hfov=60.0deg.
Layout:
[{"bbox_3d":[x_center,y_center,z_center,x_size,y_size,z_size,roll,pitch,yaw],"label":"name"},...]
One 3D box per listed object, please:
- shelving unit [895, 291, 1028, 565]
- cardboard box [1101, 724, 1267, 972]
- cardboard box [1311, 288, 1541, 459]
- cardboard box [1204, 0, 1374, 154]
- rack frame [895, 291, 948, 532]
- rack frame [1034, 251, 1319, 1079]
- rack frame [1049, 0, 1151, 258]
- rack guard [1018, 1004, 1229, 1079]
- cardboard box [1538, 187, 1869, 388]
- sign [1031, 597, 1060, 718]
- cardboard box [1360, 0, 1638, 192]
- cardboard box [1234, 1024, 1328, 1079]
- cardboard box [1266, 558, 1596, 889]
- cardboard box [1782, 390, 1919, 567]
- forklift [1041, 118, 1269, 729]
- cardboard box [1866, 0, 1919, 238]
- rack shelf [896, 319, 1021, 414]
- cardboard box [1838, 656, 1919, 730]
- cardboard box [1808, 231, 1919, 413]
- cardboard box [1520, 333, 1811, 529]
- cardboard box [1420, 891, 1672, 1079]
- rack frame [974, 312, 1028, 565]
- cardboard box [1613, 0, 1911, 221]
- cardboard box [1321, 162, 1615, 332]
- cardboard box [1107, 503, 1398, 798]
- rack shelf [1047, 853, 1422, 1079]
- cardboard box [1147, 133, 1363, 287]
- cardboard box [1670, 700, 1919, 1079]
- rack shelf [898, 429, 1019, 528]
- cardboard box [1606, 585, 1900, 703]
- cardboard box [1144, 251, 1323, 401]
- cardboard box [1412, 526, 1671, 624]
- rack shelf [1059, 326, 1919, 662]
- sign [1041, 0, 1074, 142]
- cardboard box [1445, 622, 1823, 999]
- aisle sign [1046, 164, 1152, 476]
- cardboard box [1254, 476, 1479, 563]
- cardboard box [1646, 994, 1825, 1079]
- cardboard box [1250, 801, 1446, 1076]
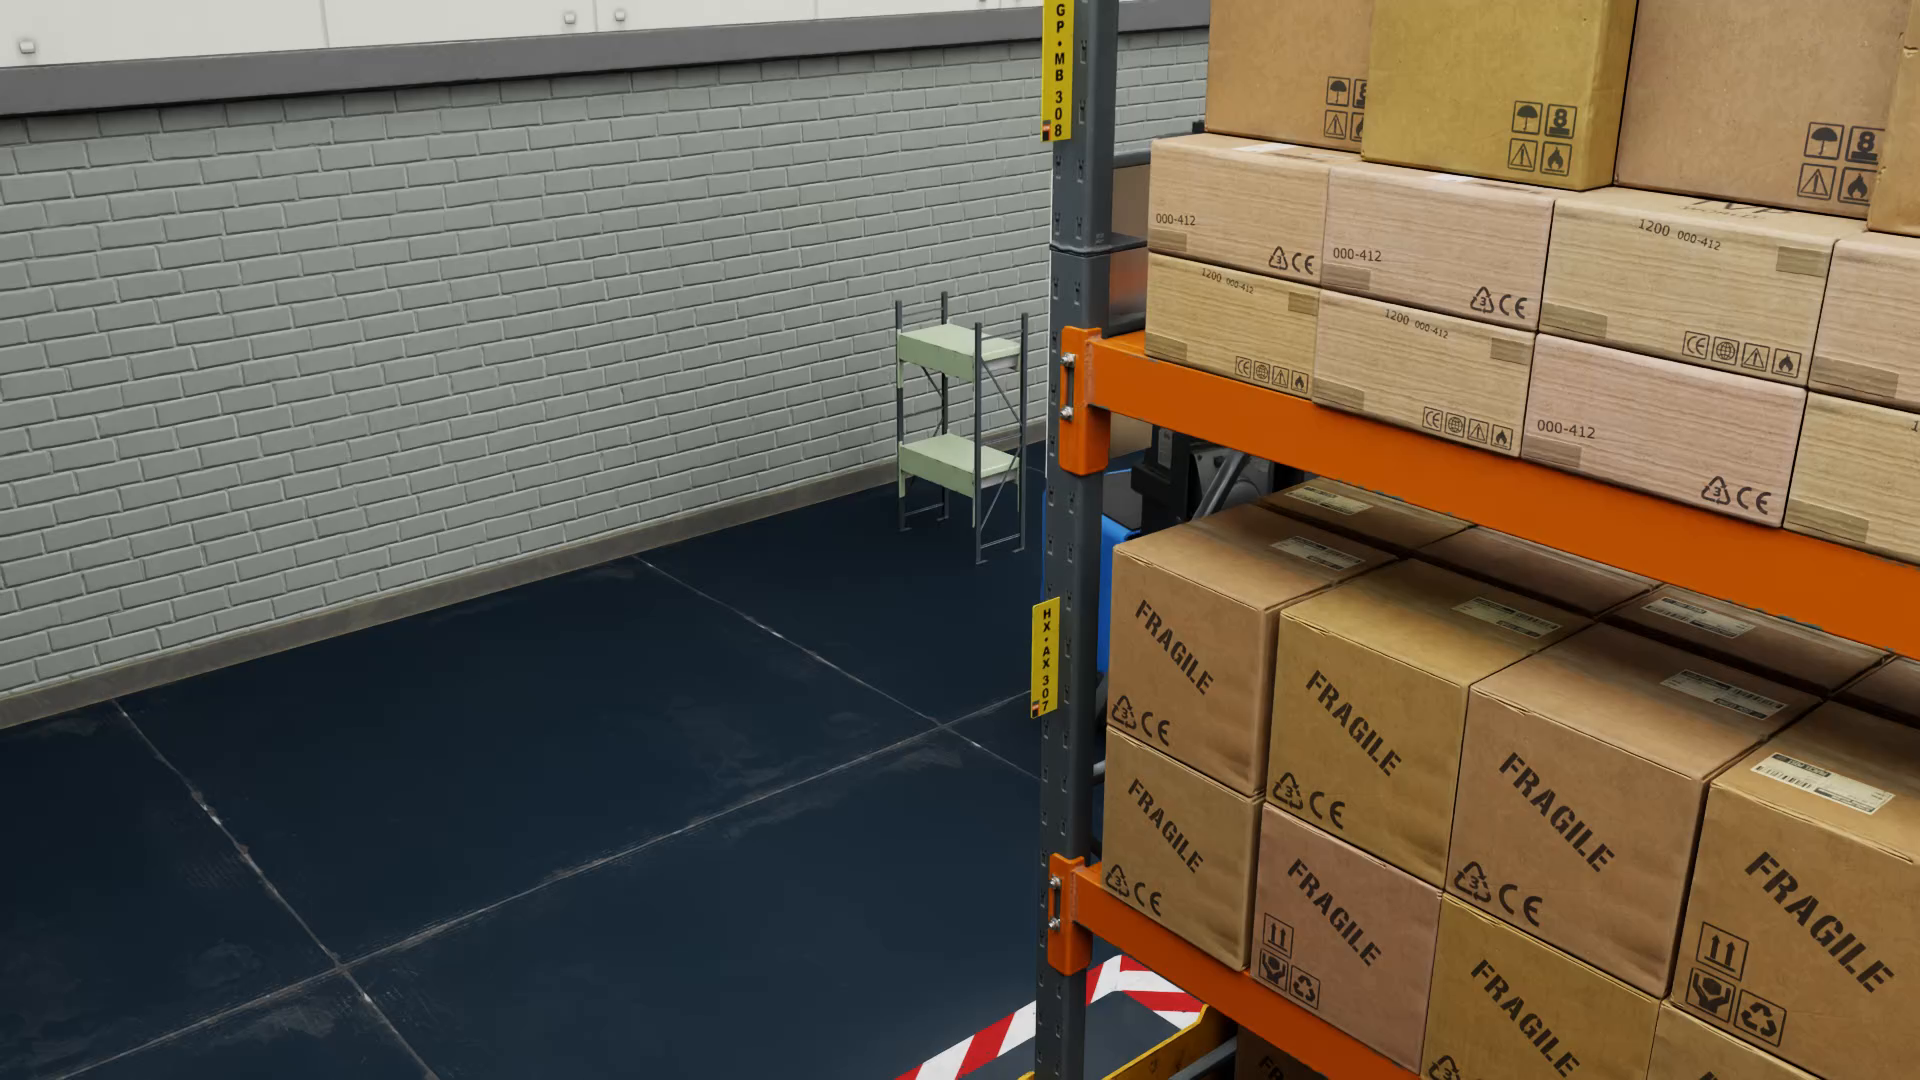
[{"bbox_3d":[0.004,-0.696,10.206,0.431,1.500,0.755,-17,27,-37],"label":"shelving unit"},{"bbox_3d":[0.728,0.724,4.386,0.500,0.500,0.500,-17,27,-36],"label":"cardboard box"},{"bbox_3d":[1.098,-0.398,3.480,0.500,0.250,0.500,-17,27,-37],"label":"cardboard box"},{"bbox_3d":[0.986,-1.186,3.777,0.700,0.500,0.500,-17,27,-37],"label":"cardboard box"},{"bbox_3d":[-0.235,-0.798,10.464,0.400,1.500,0.023,-17,27,-37],"label":"rack frame"},{"bbox_3d":[0.638,0.585,4.877,1.000,3.000,0.127,-17,27,-37],"label":"rack frame"},{"bbox_3d":[0.638,-2.208,3.783,1.000,3.000,0.127,-17,27,-37],"label":"rack frame"},{"bbox_3d":[0.688,1.770,5.279,1.175,0.500,0.348,-17,27,-37],"label":"rack guard"},{"bbox_3d":[1.429,-0.494,3.040,0.500,0.250,0.500,-17,27,-37],"label":"cardboard box"},{"bbox_3d":[0.227,0.311,4.389,0.100,0.325,0.005,-17,27,-37],"label":"sign"},{"bbox_3d":[1.248,-1.027,3.373,0.700,0.500,0.500,-17,27,-37],"label":"cardboard box"},{"bbox_3d":[1.180,1.636,5.019,0.500,0.500,0.500,-17,27,-37],"label":"cardboard box"},{"bbox_3d":[1.075,0.401,3.839,0.500,0.500,0.500,-17,27,-37],"label":"cardboard box"},{"bbox_3d":[1.757,-0.124,2.779,0.500,0.250,0.500,-17,27,-37],"label":"cardboard box"},{"bbox_3d":[1.522,-0.250,7.104,1.130,2.935,3.031,-11,24,-25],"label":"forklift"},{"bbox_3d":[1.912,-0.754,2.676,0.700,0.500,0.500,-17,27,-37],"label":"cardboard box"},{"bbox_3d":[0.004,-1.060,10.063,0.431,0.370,0.720,-17,27,-37],"label":"rack shelf"},{"bbox_3d":[2.145,0.554,3.449,0.500,0.500,0.500,-16,27,-36],"label":"cardboard box"},{"bbox_3d":[1.752,-0.355,2.685,0.500,0.250,0.500,-17,27,-37],"label":"cardboard box"},{"bbox_3d":[1.425,-0.260,3.128,0.500,0.250,0.500,-17,27,-37],"label":"cardboard box"},{"bbox_3d":[1.395,1.005,3.669,0.500,0.500,0.500,-18,27,-38],"label":"cardboard box"},{"bbox_3d":[0.243,-0.595,9.948,0.400,1.500,0.023,-17,27,-37],"label":"rack frame"},{"bbox_3d":[1.656,-0.915,3.085,0.700,0.500,0.500,-17,27,-37],"label":"cardboard box"},{"bbox_3d":[1.098,-0.631,3.389,0.500,0.250,0.500,-17,27,-37],"label":"cardboard box"},{"bbox_3d":[0.728,0.258,4.203,0.500,0.500,0.500,-16,27,-36],"label":"cardboard box"},{"bbox_3d":[1.944,1.473,3.597,1.077,0.370,4.000,-17,27,-37],"label":"rack shelf"},{"bbox_3d":[0.777,-0.771,3.746,0.500,0.250,0.500,-17,27,-37],"label":"cardboard box"},{"bbox_3d":[1.730,0.681,3.125,0.500,0.500,0.500,-18,28,-38],"label":"cardboard box"},{"bbox_3d":[0.004,-0.393,10.325,0.431,0.370,0.720,-17,27,-37],"label":"rack shelf"},{"bbox_3d":[1.810,0.412,3.811,0.500,0.500,0.500,-17,27,-36],"label":"cardboard box"},{"bbox_3d":[0.781,-0.539,3.840,0.500,0.250,0.500,-17,27,-37],"label":"cardboard box"},{"bbox_3d":[1.468,0.270,4.174,0.500,0.500,0.500,-17,27,-36],"label":"cardboard box"},{"bbox_3d":[1.944,0.076,3.050,1.077,0.370,4.000,-17,27,-37],"label":"rack shelf"},{"bbox_3d":[0.227,-1.089,3.841,0.100,0.325,0.005,-17,27,-37],"label":"sign"},{"bbox_3d":[1.398,0.540,3.483,0.500,0.500,0.500,-17,27,-37],"label":"cardboard box"},{"bbox_3d":[0.371,-0.574,4.273,0.394,0.787,0.004,-17,27,-37],"label":"aisle sign"},{"bbox_3d":[1.137,0.131,4.530,0.500,0.500,0.500,-18,28,-38],"label":"cardboard box"},{"bbox_3d":[1.720,1.143,3.315,0.500,0.500,0.500,-17,27,-37],"label":"cardboard box"},{"bbox_3d":[1.069,0.865,4.025,0.500,0.500,0.500,-18,28,-38],"label":"cardboard box"}]
